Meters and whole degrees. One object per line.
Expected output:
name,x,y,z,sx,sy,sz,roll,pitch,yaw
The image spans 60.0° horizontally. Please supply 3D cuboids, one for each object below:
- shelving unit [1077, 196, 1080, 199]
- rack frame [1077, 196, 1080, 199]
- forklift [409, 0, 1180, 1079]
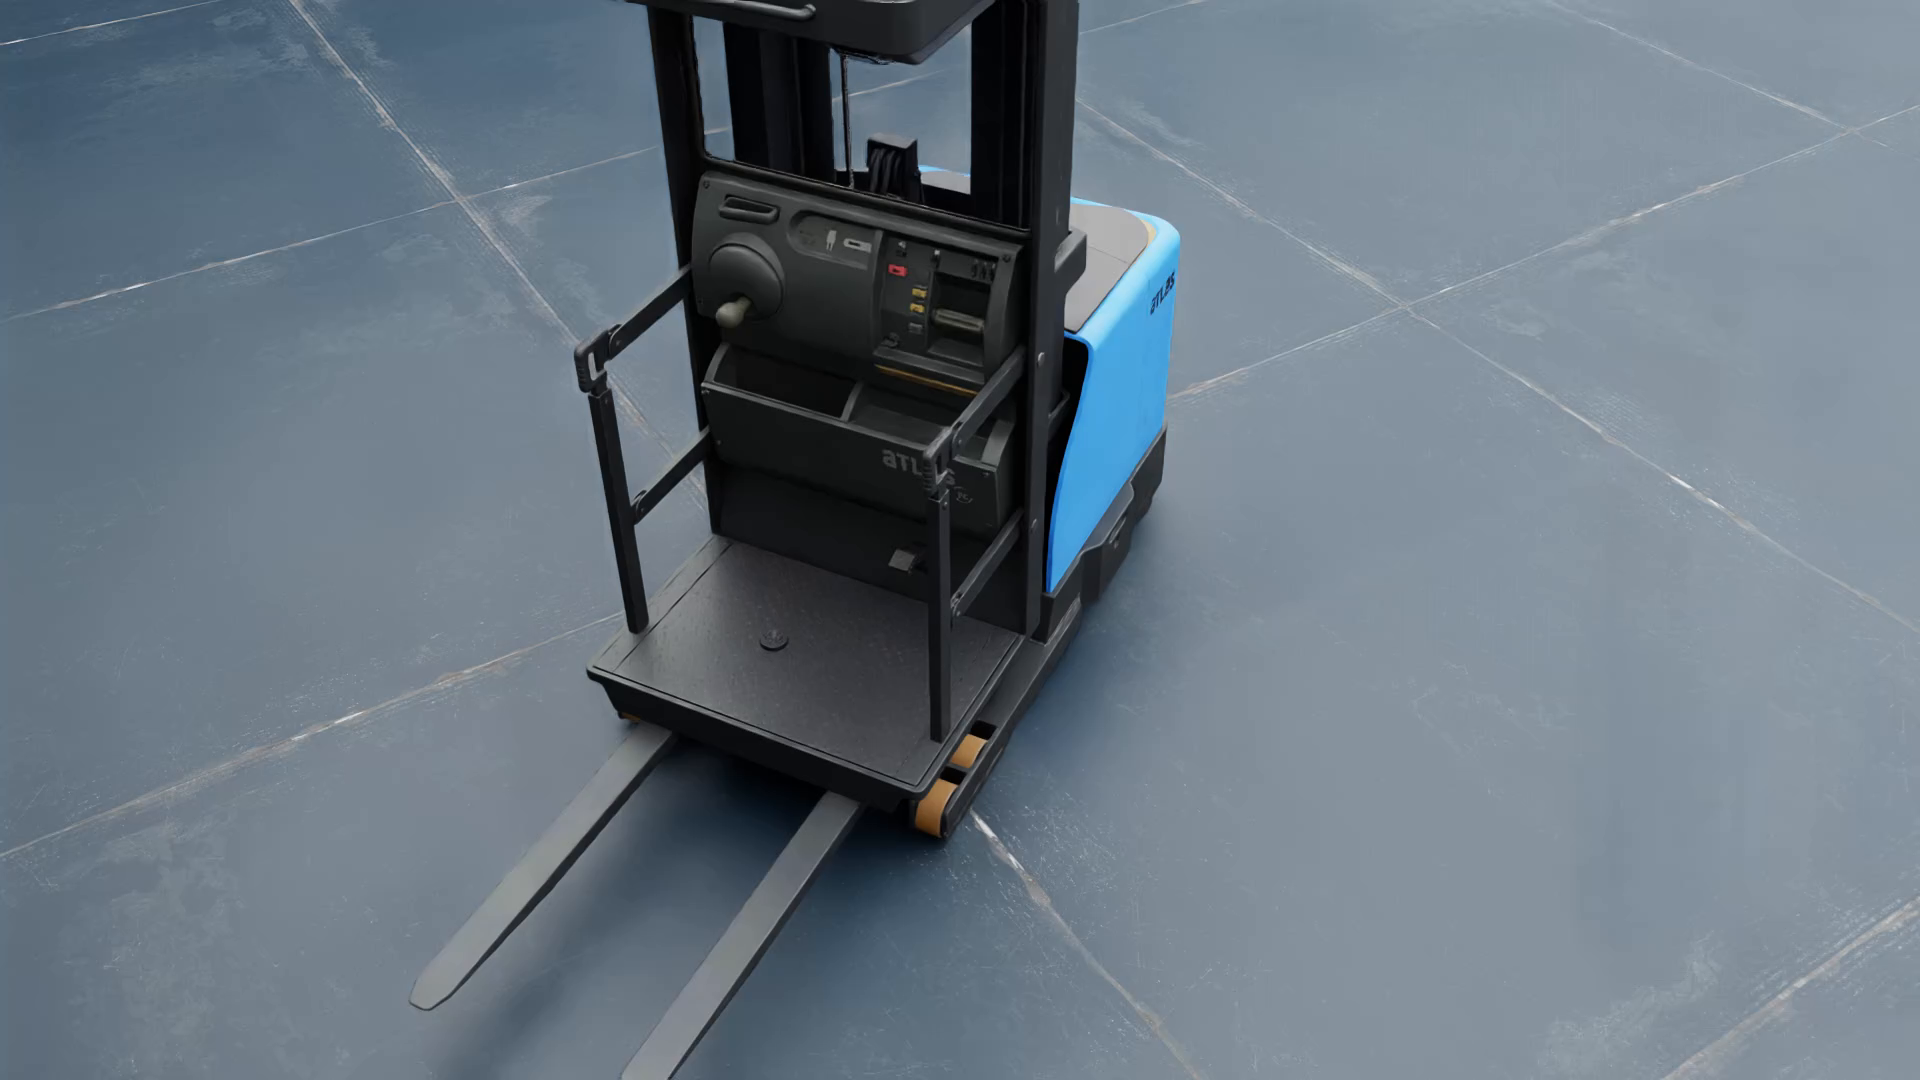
shelving unit,0.269,-0.808,6.016,0.210,0.900,0.258,17,43,20
rack frame,0.360,-0.779,5.982,0.006,0.900,0.240,17,43,20
forklift,-0.382,-0.606,4.188,1.130,2.935,3.031,17,43,20
